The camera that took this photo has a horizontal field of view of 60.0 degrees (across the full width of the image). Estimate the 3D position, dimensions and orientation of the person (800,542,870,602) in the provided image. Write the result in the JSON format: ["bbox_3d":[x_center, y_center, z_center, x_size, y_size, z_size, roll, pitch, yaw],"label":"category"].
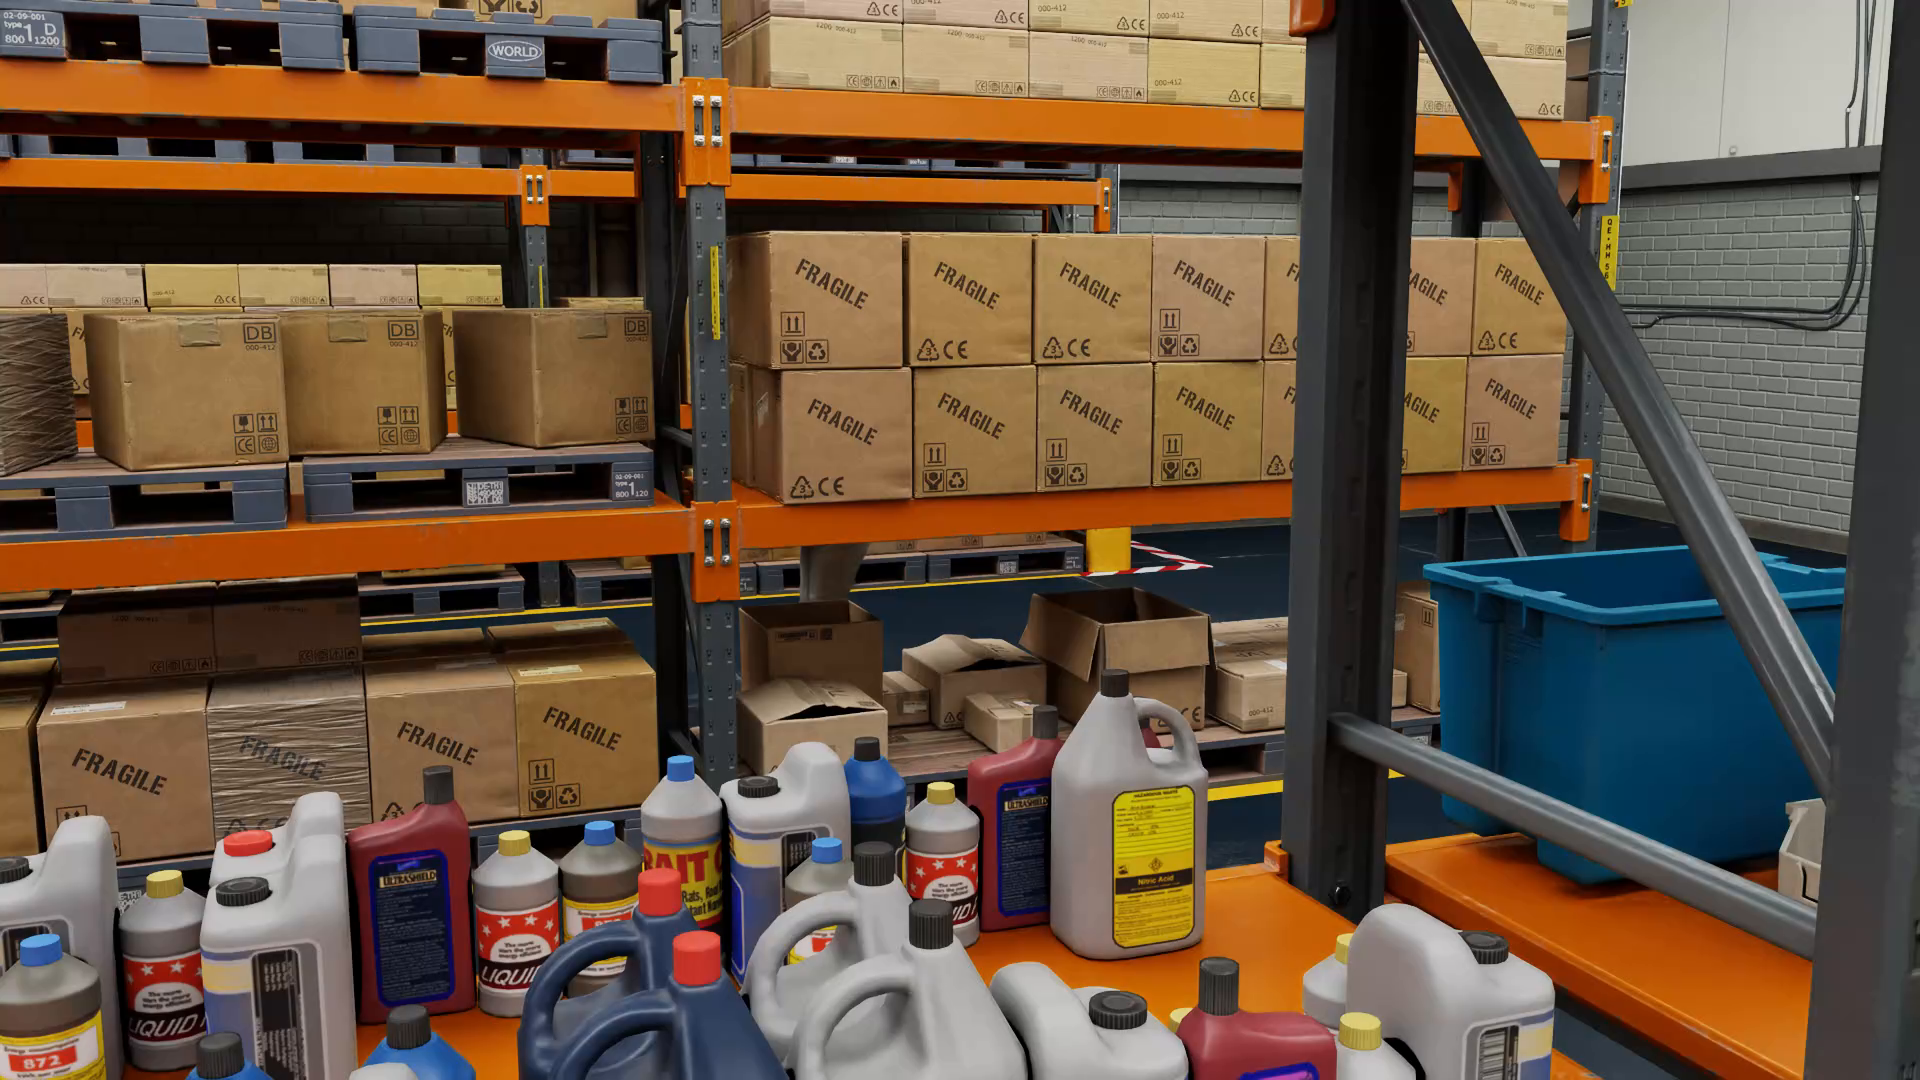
[{"bbox_3d":[-0.715,0.003,8.375,0.535,1.656,0.455,-3,10,-20],"label":"person"}]
